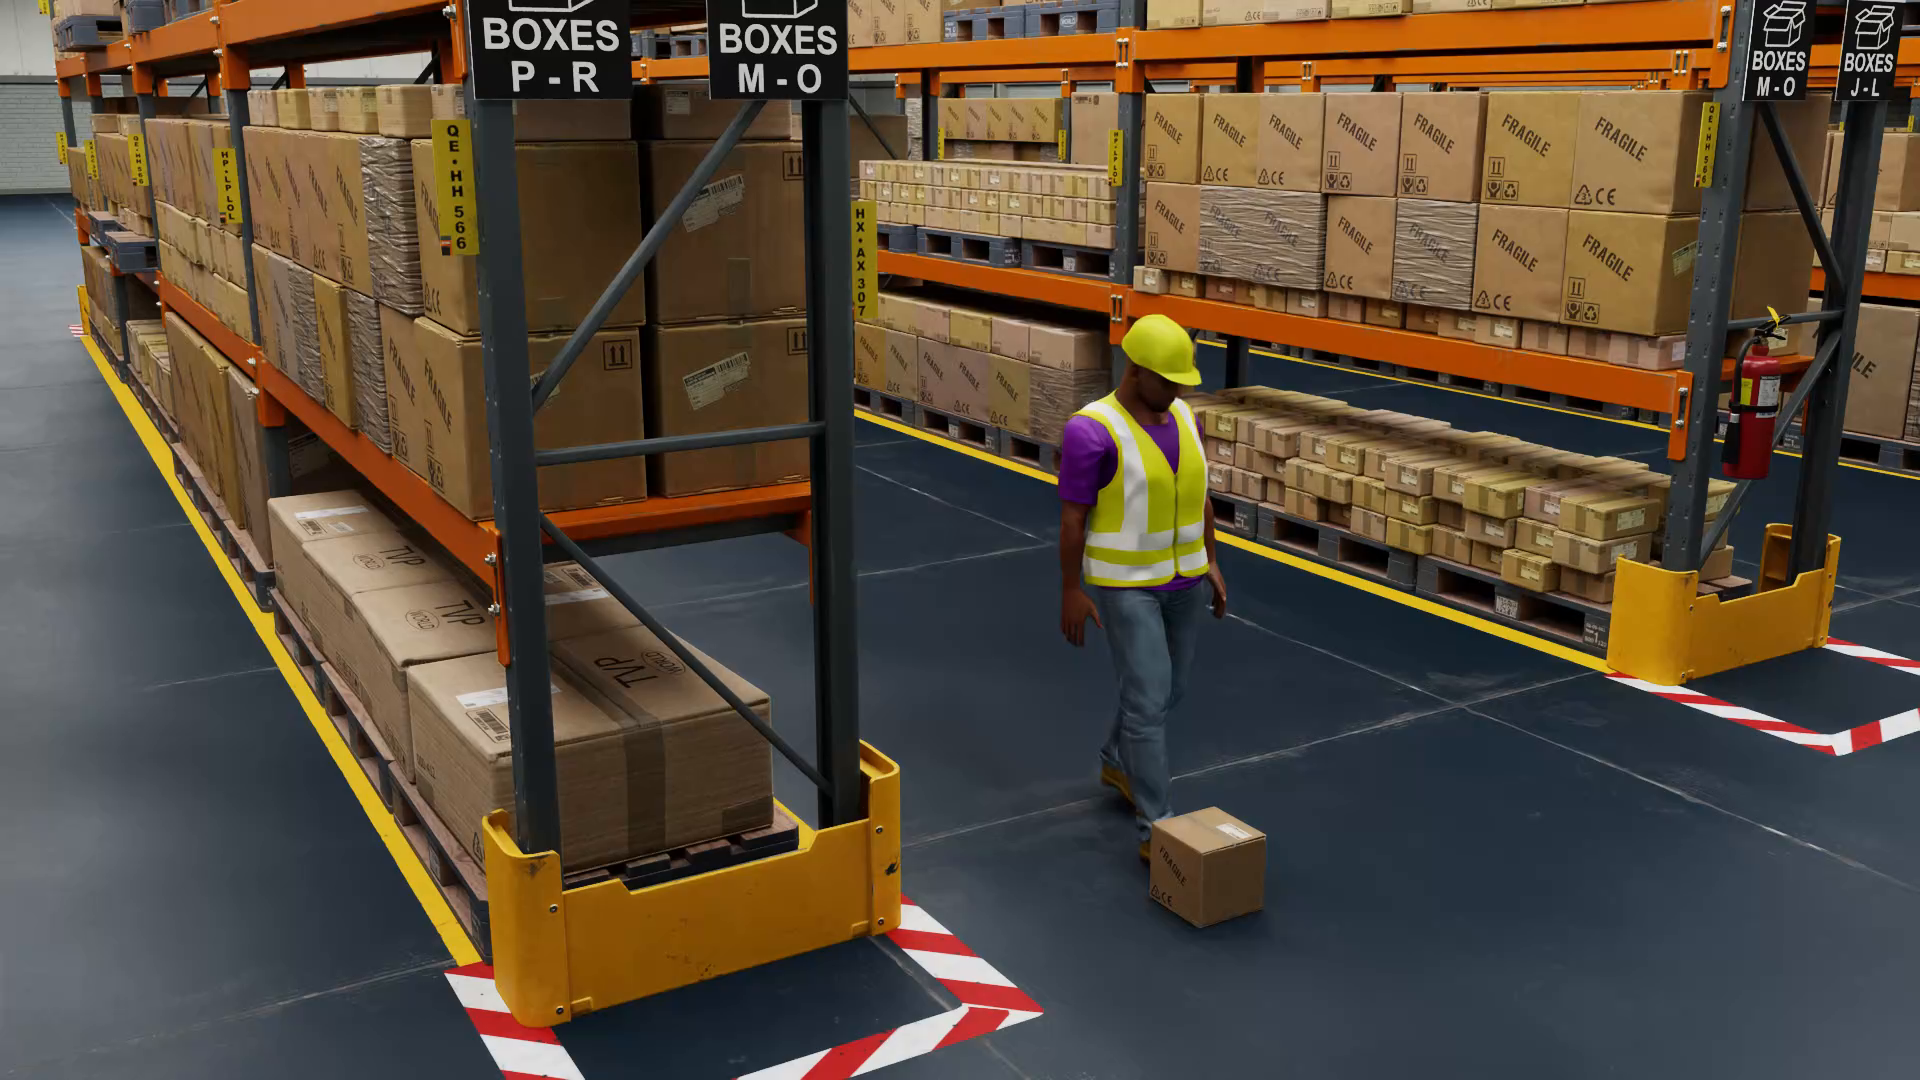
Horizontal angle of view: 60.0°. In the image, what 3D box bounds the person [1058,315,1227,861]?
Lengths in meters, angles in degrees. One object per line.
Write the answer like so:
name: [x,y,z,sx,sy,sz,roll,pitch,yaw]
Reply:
person: [0.658,0.146,5.402,0.618,1.746,0.777,-10,18,-33]
